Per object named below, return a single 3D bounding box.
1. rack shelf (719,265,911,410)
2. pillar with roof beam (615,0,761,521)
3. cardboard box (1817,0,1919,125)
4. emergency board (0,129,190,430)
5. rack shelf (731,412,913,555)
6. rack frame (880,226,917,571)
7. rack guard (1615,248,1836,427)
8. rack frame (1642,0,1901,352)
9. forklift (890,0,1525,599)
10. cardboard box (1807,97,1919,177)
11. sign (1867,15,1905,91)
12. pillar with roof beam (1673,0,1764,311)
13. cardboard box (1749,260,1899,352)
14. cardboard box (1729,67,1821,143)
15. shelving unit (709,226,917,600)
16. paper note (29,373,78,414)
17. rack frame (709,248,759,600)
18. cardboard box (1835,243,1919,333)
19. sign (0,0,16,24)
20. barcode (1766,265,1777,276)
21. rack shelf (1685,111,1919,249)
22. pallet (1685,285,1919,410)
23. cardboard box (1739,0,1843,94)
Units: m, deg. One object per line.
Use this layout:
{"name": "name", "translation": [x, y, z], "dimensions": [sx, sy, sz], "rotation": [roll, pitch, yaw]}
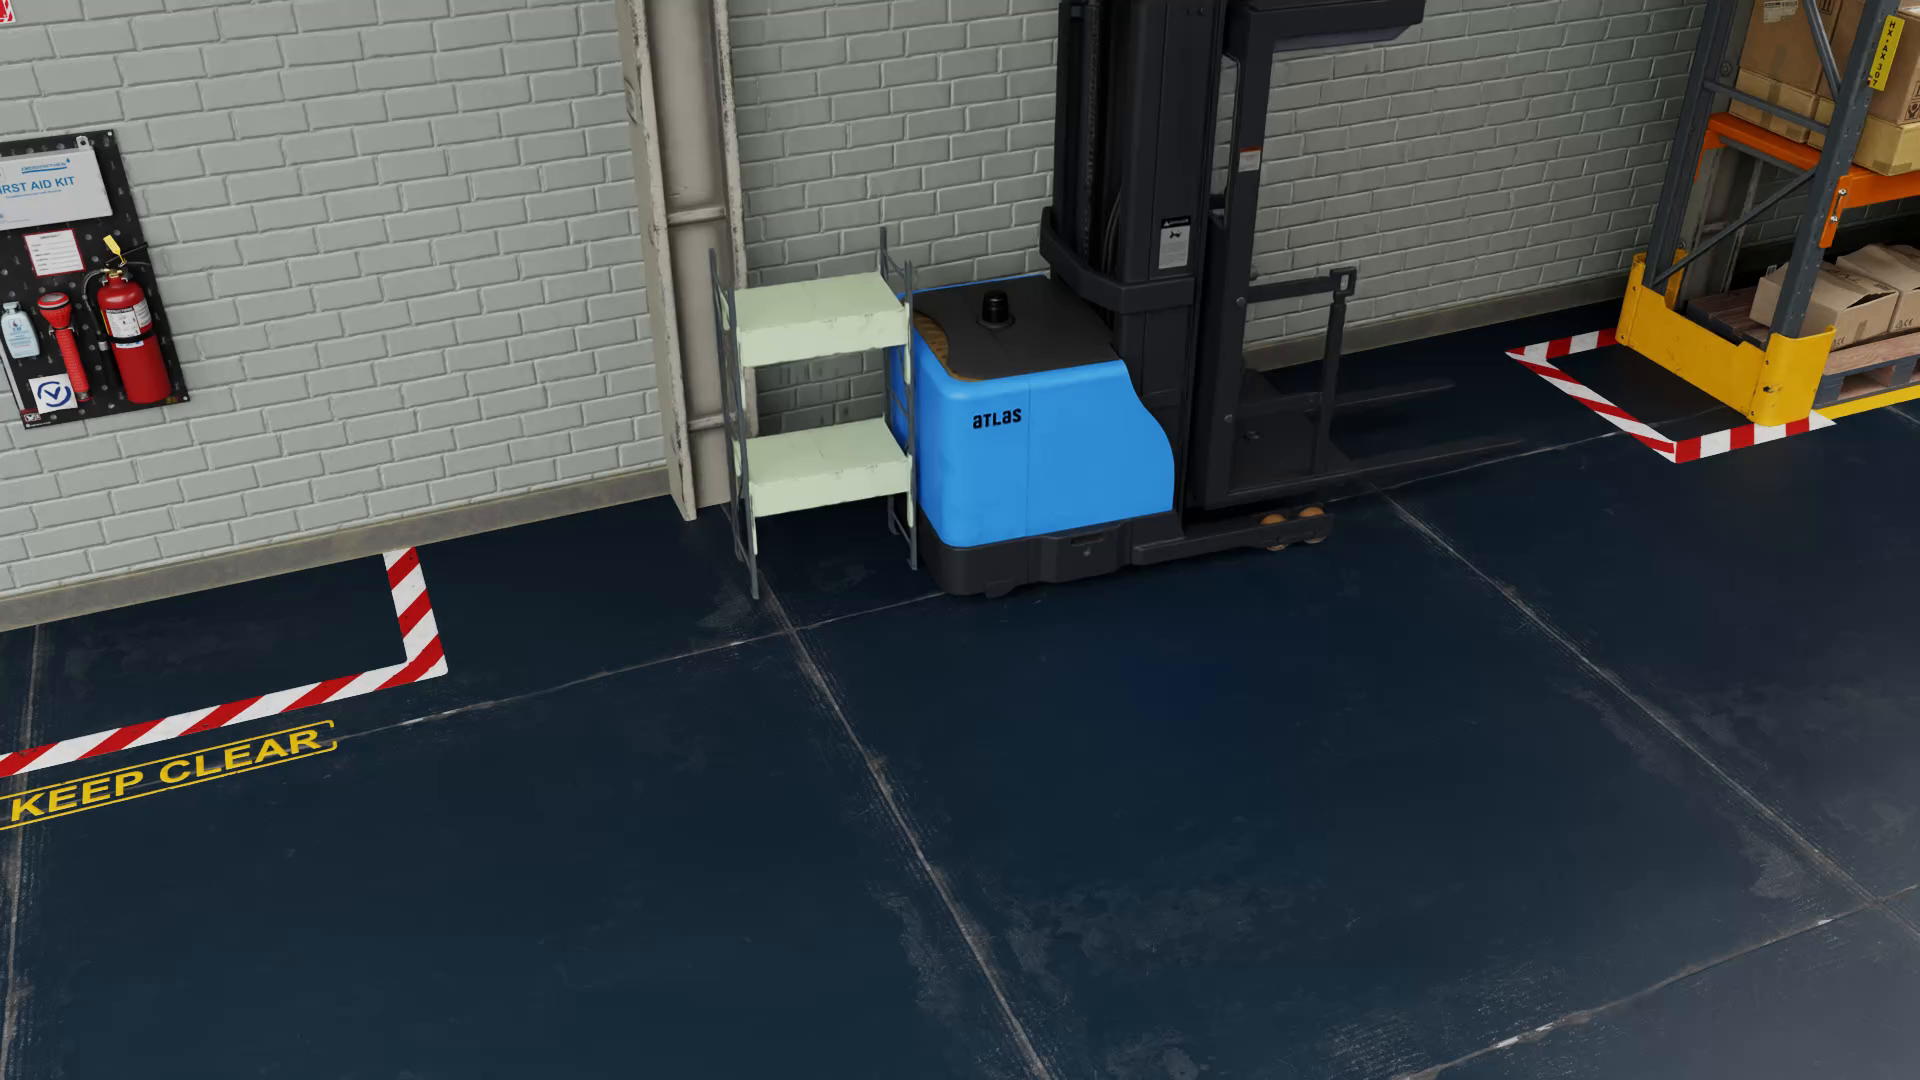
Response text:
{"name": "rack shelf", "translation": [-0.614, -0.858, 6.978], "dimensions": [0.720, 0.370, 0.431], "rotation": [-10, 34, -15]}
{"name": "pillar with roof beam", "translation": [0.488, -1.816, 2.289], "dimensions": [0.400, 9.000, 9.100], "rotation": [-13, 35, -19]}
{"name": "cardboard box", "translation": [4.600, -2.359, 8.057], "dimensions": [0.500, 0.500, 0.500], "rotation": [-13, 35, -19]}
{"name": "emergency board", "translation": [-3.472, -0.963, 6.480], "dimensions": [0.643, 1.169, 0.194], "rotation": [-13, 35, -19]}
{"name": "rack shelf", "translation": [-0.614, -0.258, 7.368], "dimensions": [0.720, 0.370, 0.431], "rotation": [-10, 34, -15]}
{"name": "rack frame", "translation": [-0.267, -0.594, 7.287], "dimensions": [0.023, 1.500, 0.400], "rotation": [-10, 34, -15]}
{"name": "rack guard", "translation": [4.113, -1.118, 9.010], "dimensions": [0.348, 0.500, 1.175], "rotation": [-13, 35, -19]}
{"name": "rack frame", "translation": [4.043, -2.150, 8.304], "dimensions": [0.127, 3.000, 1.000], "rotation": [-13, 35, -19]}
{"name": "forklift", "translation": [1.211, -1.442, 7.278], "dimensions": [3.031, 2.935, 1.130], "rotation": [-10, 34, -15]}
{"name": "cardboard box", "translation": [4.616, -2.039, 8.252], "dimensions": [0.500, 0.250, 0.500], "rotation": [-14, 36, -20]}
{"name": "sign", "translation": [4.253, -2.240, 7.648], "dimensions": [0.005, 0.325, 0.100], "rotation": [-13, 35, -19]}
{"name": "pillar with roof beam", "translation": [6.020, -3.082, 4.236], "dimensions": [0.400, 9.000, 9.100], "rotation": [-13, 35, -19]}
{"name": "cardboard box", "translation": [4.716, -1.308, 9.072], "dimensions": [0.500, 0.311, 0.500], "rotation": [-17, 37, -24]}
{"name": "cardboard box", "translation": [4.399, -2.292, 8.641], "dimensions": [0.500, 0.250, 0.500], "rotation": [-12, 35, -18]}
{"name": "shelving unit", "translation": [-0.614, -0.531, 7.191], "dimensions": [0.755, 1.500, 0.431], "rotation": [-10, 34, -15]}
{"name": "paper note", "translation": [-3.662, -0.591, 6.716], "dimensions": [0.142, 0.148, 0.016], "rotation": [-13, 35, -19]}
{"name": "rack frame", "translation": [-0.961, -0.468, 7.094], "dimensions": [0.023, 1.500, 0.400], "rotation": [-10, 34, -15]}
{"name": "cardboard box", "translation": [5.242, -1.429, 9.257], "dimensions": [0.500, 0.311, 0.500], "rotation": [-10, 34, -15]}
{"name": "sign", "translation": [-3.518, -1.983, 5.922], "dimensions": [0.199, 0.298, 0.001], "rotation": [-13, 35, -19]}
{"name": "barcode", "translation": [4.578, -1.517, 9.385], "dimensions": [0.075, 0.075, 0.001], "rotation": [-13, 35, -19]}
{"name": "rack shelf", "translation": [5.887, -2.271, 9.149], "dimensions": [4.000, 0.370, 1.077], "rotation": [-13, 35, -19]}
{"name": "pallet", "translation": [4.876, -1.151, 9.325], "dimensions": [1.213, 0.211, 1.003], "rotation": [-13, 35, -19]}
{"name": "cardboard box", "translation": [4.396, -2.616, 8.452], "dimensions": [0.500, 0.500, 0.500], "rotation": [-13, 35, -19]}
